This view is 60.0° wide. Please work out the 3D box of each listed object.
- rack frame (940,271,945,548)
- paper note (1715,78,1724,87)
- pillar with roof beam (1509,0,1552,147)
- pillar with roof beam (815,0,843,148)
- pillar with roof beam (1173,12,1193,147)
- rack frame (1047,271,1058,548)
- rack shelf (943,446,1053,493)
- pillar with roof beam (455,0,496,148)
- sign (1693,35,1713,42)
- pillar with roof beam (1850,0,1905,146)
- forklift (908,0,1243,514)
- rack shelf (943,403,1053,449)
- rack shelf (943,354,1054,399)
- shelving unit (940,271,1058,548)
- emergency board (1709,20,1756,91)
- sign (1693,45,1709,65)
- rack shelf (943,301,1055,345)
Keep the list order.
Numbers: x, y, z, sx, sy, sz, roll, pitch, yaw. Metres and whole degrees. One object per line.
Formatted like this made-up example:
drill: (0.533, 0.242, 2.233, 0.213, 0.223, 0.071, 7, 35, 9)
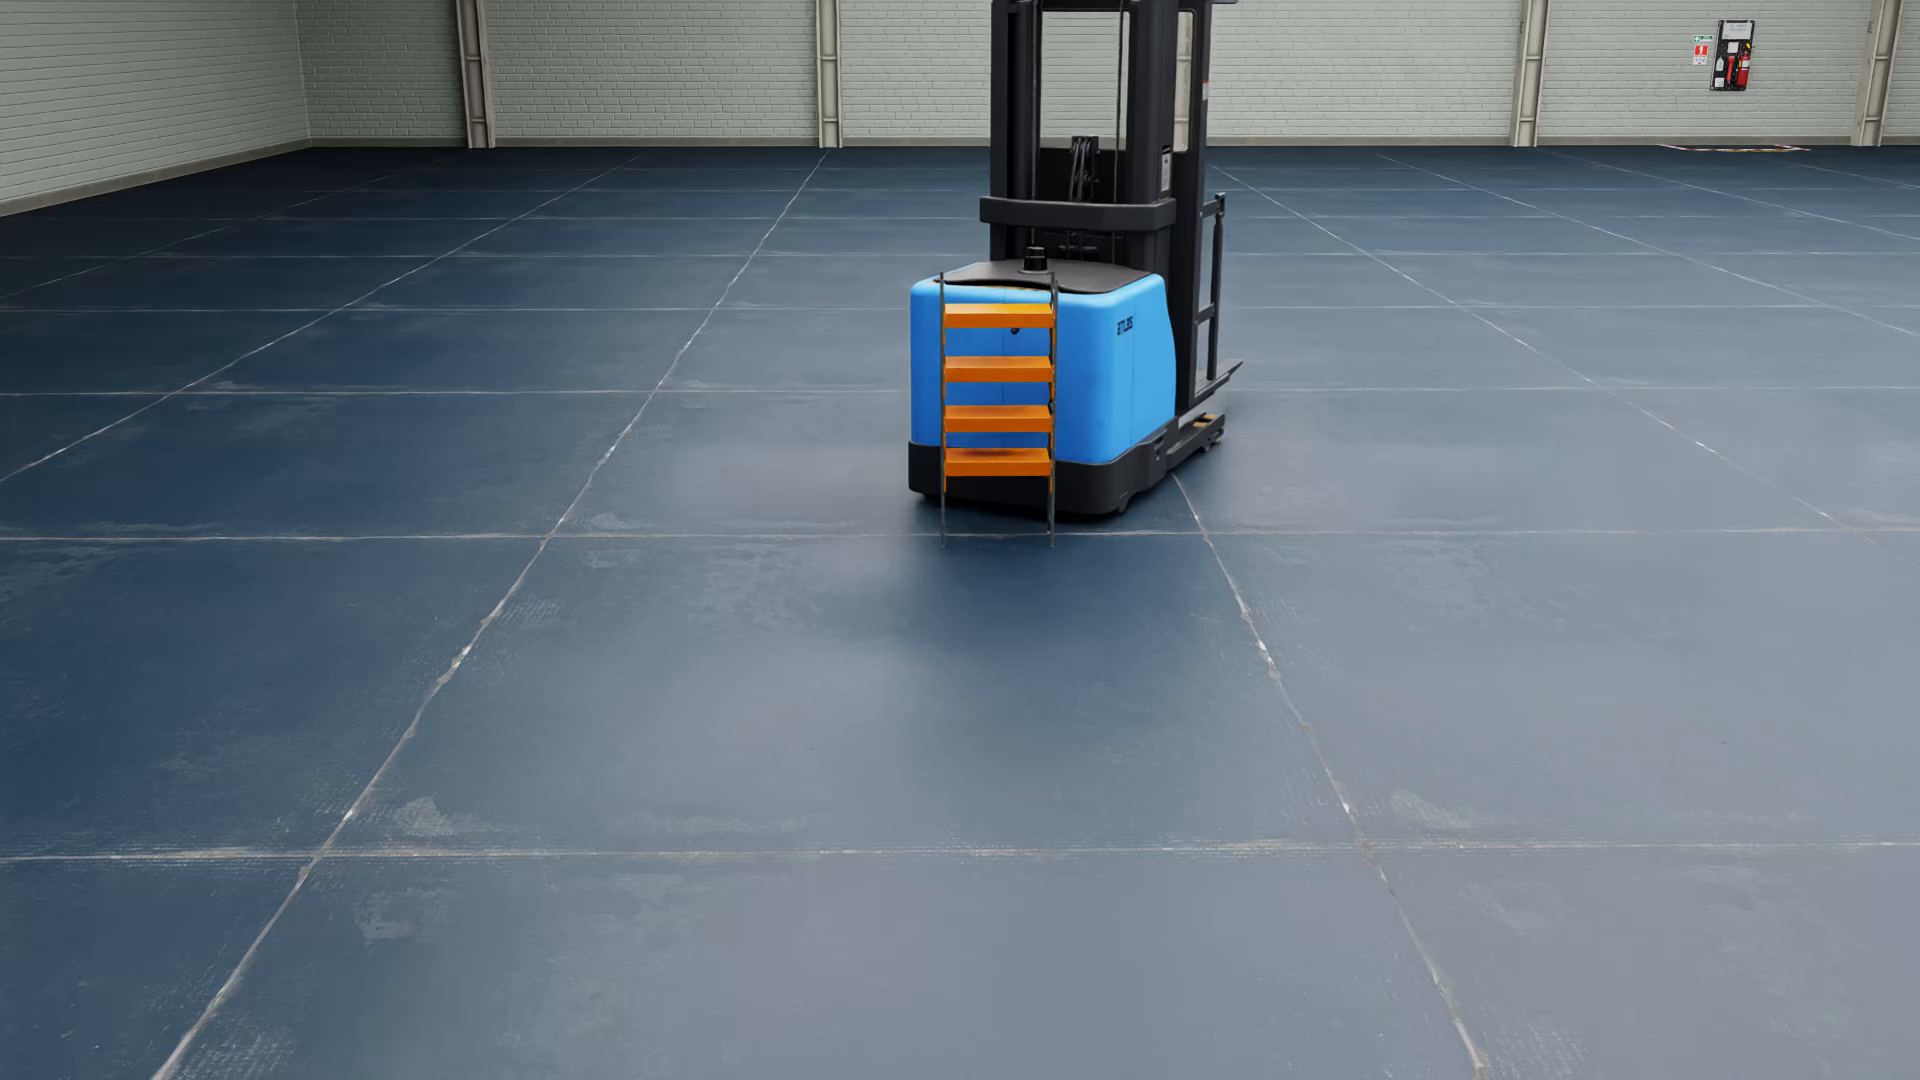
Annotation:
rack frame: (-0.078, -0.571, 7.363, 0.015, 1.200, 0.240, 0, 18, -1)
paper note: (13.123, -7.907, 28.729, 0.142, 0.148, 0.016, 0, 18, -1)
pillar with roof beam: (9.842, -9.820, 23.427, 0.400, 9.000, 9.100, 0, 18, -1)
pillar with roof beam: (-2.157, -9.762, 23.247, 0.400, 9.000, 9.100, 0, 18, -1)
pillar with roof beam: (3.842, -9.791, 23.337, 0.400, 9.000, 9.100, 0, 18, -1)
rack frame: (0.409, -0.573, 7.370, 0.015, 1.200, 0.240, 0, 18, -1)
rack shelf: (0.166, -0.319, 7.448, 0.480, 0.148, 0.258, 0, 18, -1)
pillar with roof beam: (-8.156, -9.733, 23.157, 0.400, 9.000, 9.100, 0, 18, -1)
sign: (12.752, -8.602, 28.527, 0.331, 0.109, 0.001, 0, 18, -1)
pillar with roof beam: (15.841, -9.849, 23.517, 0.400, 9.000, 9.100, 0, 18, -1)
forklift: (0.818, -1.921, 8.739, 1.130, 2.935, 3.031, 8, 19, 23)
rack shelf: (0.166, -0.508, 7.387, 0.480, 0.148, 0.258, 0, 18, -1)
rack shelf: (0.166, -0.721, 7.319, 0.480, 0.148, 0.258, 0, 18, -1)
shelving unit: (0.166, -0.572, 7.367, 0.503, 1.200, 0.258, 0, 18, -1)
emergency board: (13.302, -8.307, 28.532, 0.643, 1.169, 0.194, 0, 18, -1)
sign: (12.747, -8.353, 28.616, 0.234, 0.329, 0.001, 0, 18, -1)
rack shelf: (0.166, -0.946, 7.247, 0.480, 0.148, 0.258, 0, 18, -1)
